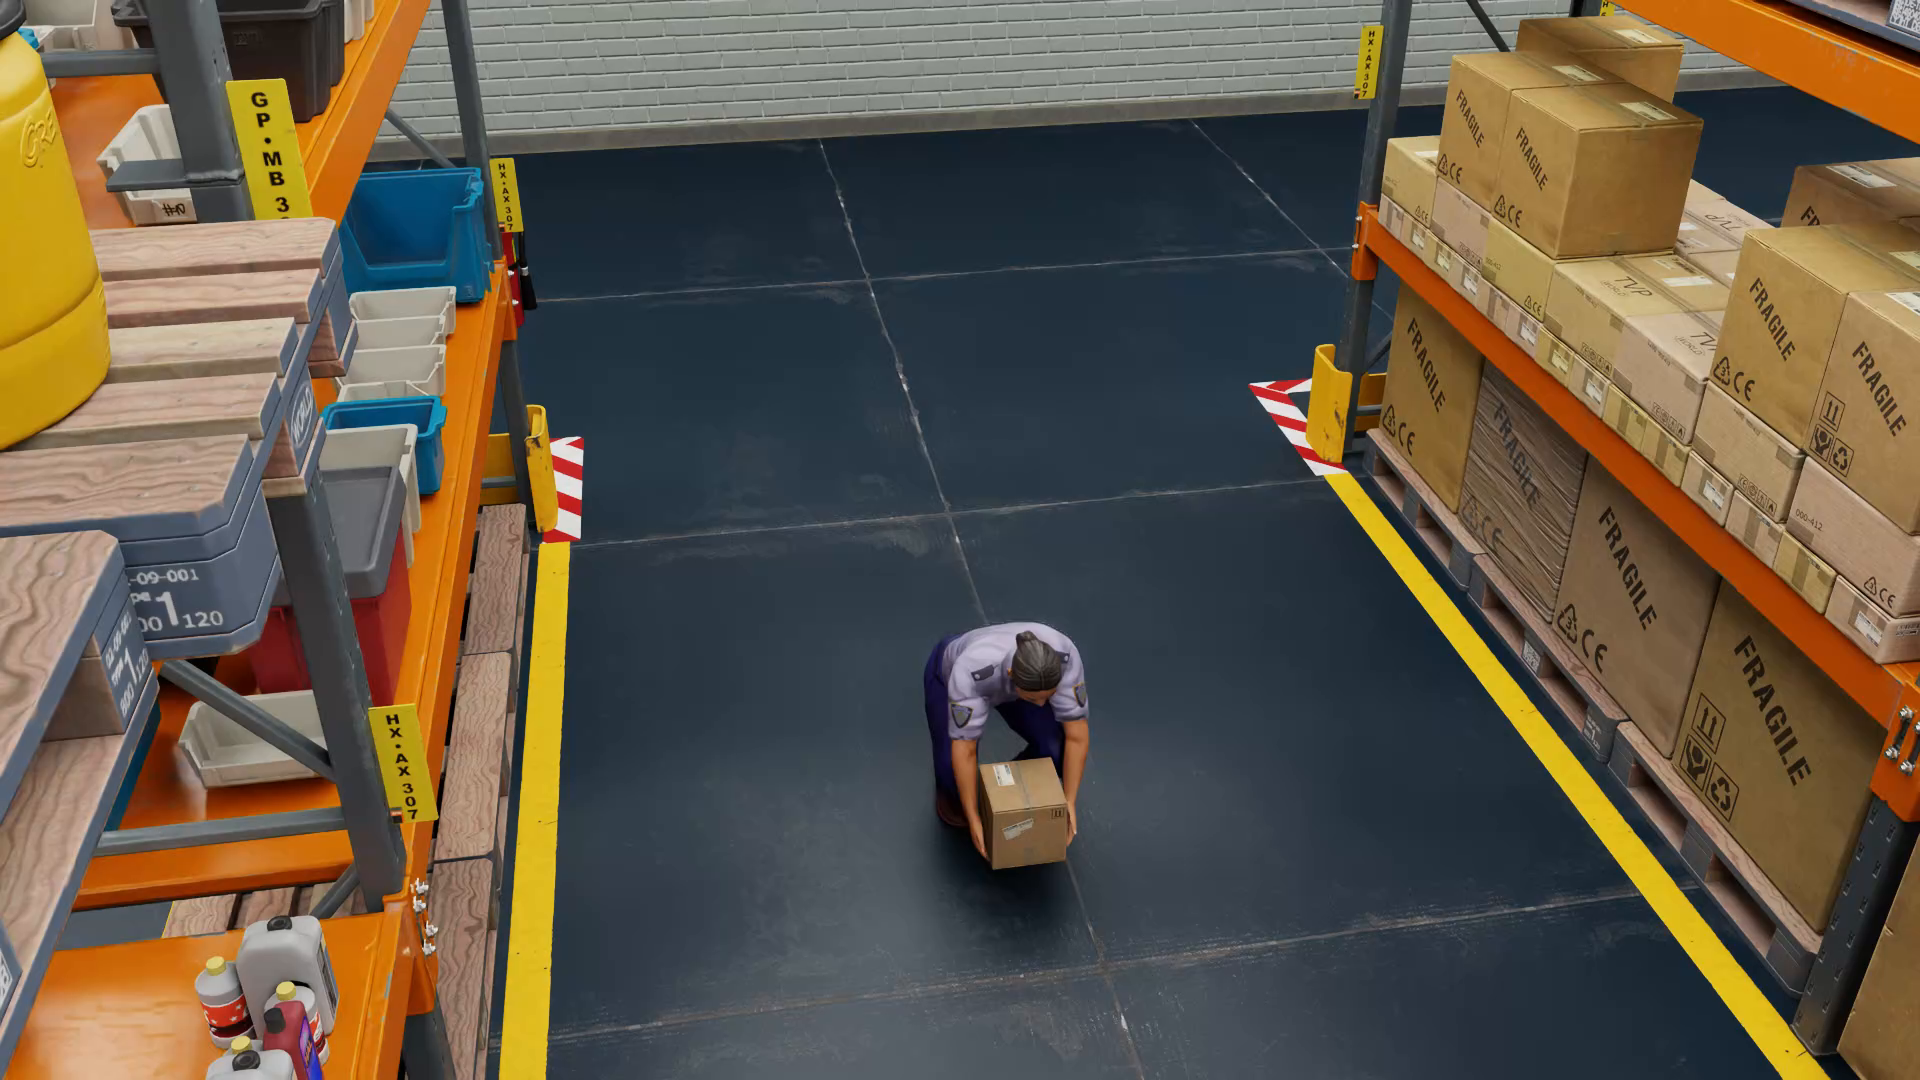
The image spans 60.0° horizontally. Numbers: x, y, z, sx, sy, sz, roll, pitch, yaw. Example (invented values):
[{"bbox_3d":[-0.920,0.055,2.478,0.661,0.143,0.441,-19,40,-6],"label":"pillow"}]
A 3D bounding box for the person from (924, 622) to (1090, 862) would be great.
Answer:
[{"bbox_3d":[0.154,0.617,5.813,0.526,0.940,0.829,-5,31,-9],"label":"person"}]
